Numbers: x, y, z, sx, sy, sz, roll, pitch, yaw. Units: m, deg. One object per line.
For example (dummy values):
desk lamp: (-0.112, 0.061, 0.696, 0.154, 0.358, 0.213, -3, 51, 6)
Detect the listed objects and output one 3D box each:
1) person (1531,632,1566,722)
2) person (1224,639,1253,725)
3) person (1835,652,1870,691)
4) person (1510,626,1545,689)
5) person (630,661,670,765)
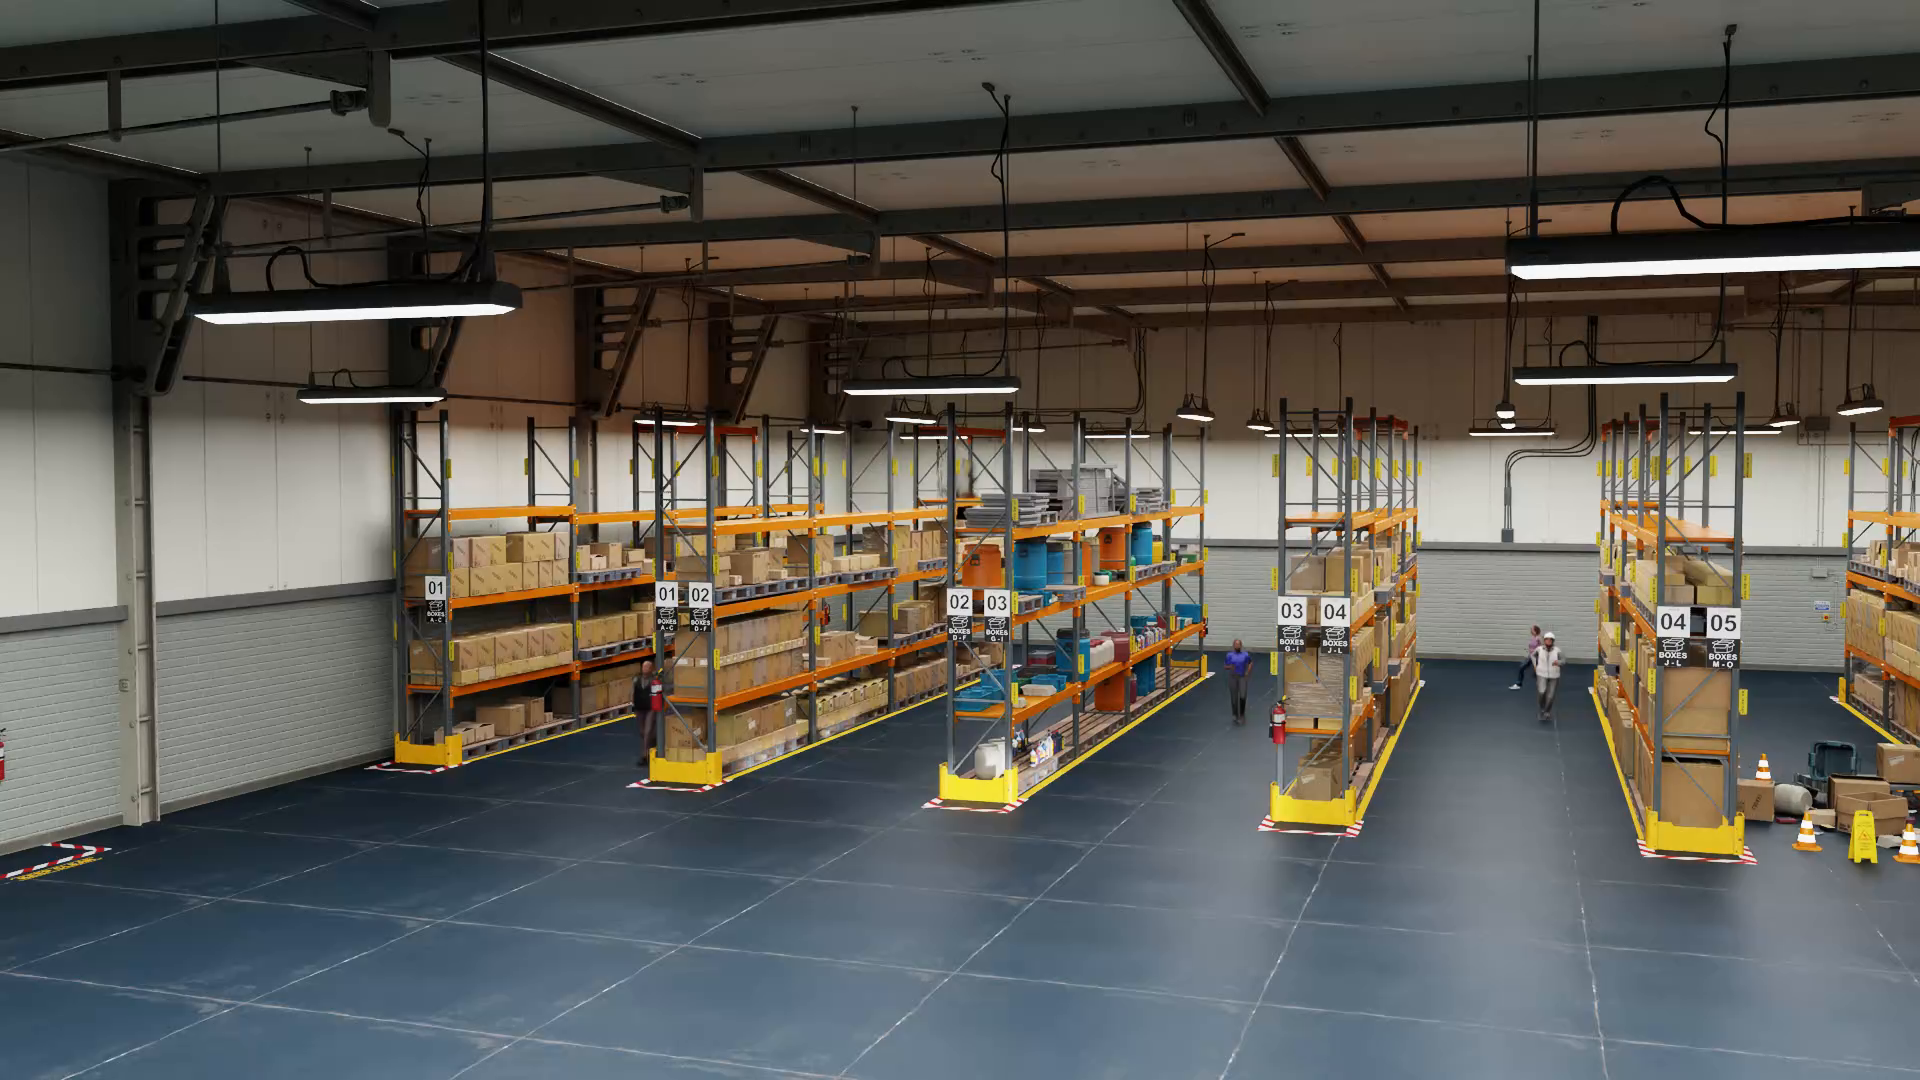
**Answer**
person: (11.658, 2.718, 32.946, 0.642, 1.784, 0.773, 1, 3, 15)
person: (5.461, 2.787, 32.642, 0.558, 1.685, 0.658, 0, 2, 9)
person: (19.809, 2.552, 36.829, 0.765, 1.699, 0.940, -2, 3, -38)
person: (12.975, 2.660, 37.579, 0.914, 1.445, 0.605, -1, 3, -31)
person: (-5.327, 2.923, 28.362, 0.661, 1.715, 0.935, 1, 3, 13)
